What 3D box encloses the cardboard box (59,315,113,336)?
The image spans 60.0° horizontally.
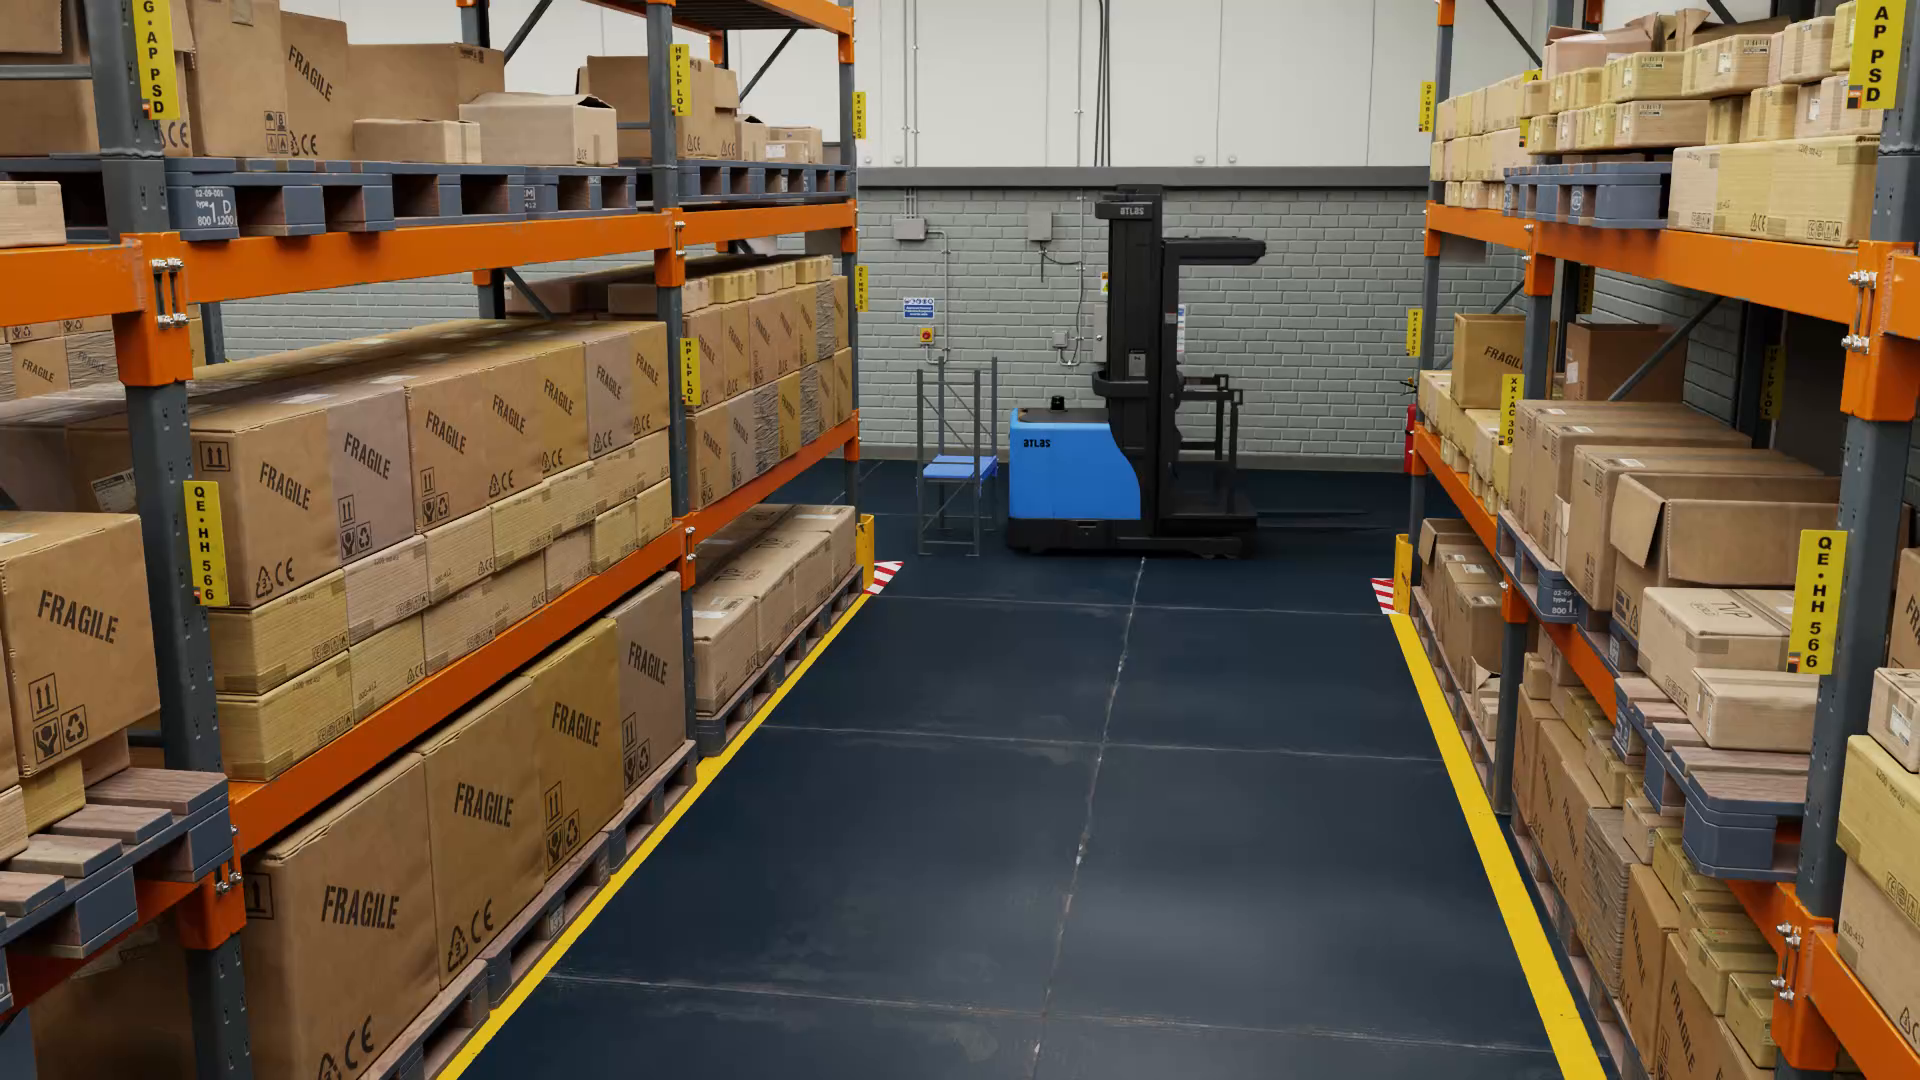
[{"bbox_3d":[-6.124,-1.649,11.207,0.500,0.500,0.500,3,12,12],"label":"cardboard box"}]

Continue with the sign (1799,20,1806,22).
[{"bbox_3d":[3.595,-2.045,7.081,0.100,0.325,0.005,2,12,9],"label":"sign"}]

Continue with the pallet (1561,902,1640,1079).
[{"bbox_3d":[2.773,1.638,5.894,1.003,0.211,1.213,2,12,9],"label":"pallet"}]

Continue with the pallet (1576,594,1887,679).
[{"bbox_3d":[2.725,0.371,5.609,1.003,0.211,1.213,2,12,9],"label":"pallet"}]

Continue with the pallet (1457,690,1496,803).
[{"bbox_3d":[3.153,1.069,8.530,1.003,0.211,1.213,2,12,9],"label":"pallet"}]

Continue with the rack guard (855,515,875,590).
[{"bbox_3d":[-1.240,0.073,12.466,1.175,0.500,0.348,2,12,9],"label":"rack guard"}]

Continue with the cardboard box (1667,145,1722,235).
[{"bbox_3d":[2.423,-1.035,4.911,0.500,0.250,0.500,2,12,9],"label":"cardboard box"}]

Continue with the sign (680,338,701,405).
[{"bbox_3d":[-1.321,-0.823,8.130,0.100,0.325,0.005,2,12,9],"label":"sign"}]

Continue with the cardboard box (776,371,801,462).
[{"bbox_3d":[-1.285,-0.764,10.182,0.500,0.500,0.500,2,12,10],"label":"cardboard box"}]

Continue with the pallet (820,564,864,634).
[{"bbox_3d":[-1.290,0.389,11.689,1.003,0.211,1.213,2,12,9],"label":"pallet"}]

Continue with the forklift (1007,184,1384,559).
[{"bbox_3d":[1.916,-1.398,13.525,3.031,2.935,1.130,1,12,2],"label":"forklift"}]

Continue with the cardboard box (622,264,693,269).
[{"bbox_3d":[-1.852,-1.612,10.203,0.380,0.149,0.250,2,12,7],"label":"cardboard box"}]

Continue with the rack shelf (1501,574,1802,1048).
[{"bbox_3d":[2.739,0.617,5.717,1.077,0.370,4.000,2,12,9],"label":"rack shelf"}]

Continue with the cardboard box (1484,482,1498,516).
[{"bbox_3d":[2.880,-0.212,8.455,0.380,0.149,0.250,2,12,10],"label":"cardboard box"}]

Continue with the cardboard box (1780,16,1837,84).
[{"bbox_3d":[2.327,-1.241,4.215,0.380,0.149,0.250,1,12,7],"label":"cardboard box"}]

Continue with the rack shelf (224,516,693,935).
[{"bbox_3d":[-2.167,0.457,6.460,1.077,0.370,4.000,2,12,9],"label":"rack shelf"}]

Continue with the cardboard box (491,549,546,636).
[{"bbox_3d":[-1.930,0.182,6.385,0.500,0.250,0.500,2,12,9],"label":"cardboard box"}]

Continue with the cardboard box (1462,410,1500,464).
[{"bbox_3d":[3.036,-0.545,9.052,0.500,0.250,0.500,2,12,8],"label":"cardboard box"}]

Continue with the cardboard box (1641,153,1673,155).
[{"bbox_3d":[3.068,-1.683,6.926,0.380,0.149,0.250,2,12,8],"label":"cardboard box"}]

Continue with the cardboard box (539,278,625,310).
[{"bbox_3d":[-1.978,-1.291,8.716,0.380,0.149,0.250,2,12,10],"label":"cardboard box"}]

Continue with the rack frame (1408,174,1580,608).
[{"bbox_3d":[3.661,-0.984,11.437,1.000,3.000,0.127,2,12,9],"label":"rack frame"}]

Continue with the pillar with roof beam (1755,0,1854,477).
[{"bbox_3d":[-0.210,-3.339,8.126,9.100,9.000,0.400,2,12,9],"label":"pillar with roof beam"}]

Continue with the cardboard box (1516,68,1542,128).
[{"bbox_3d":[2.886,-2.047,7.713,0.500,0.250,0.500,2,12,9],"label":"cardboard box"}]

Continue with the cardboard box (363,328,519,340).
[{"bbox_3d":[-2.262,-0.659,7.323,0.500,0.500,0.500,2,12,8],"label":"cardboard box"}]

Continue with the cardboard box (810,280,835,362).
[{"bbox_3d":[-1.134,-1.463,11.053,0.500,0.500,0.500,2,12,9],"label":"cardboard box"}]

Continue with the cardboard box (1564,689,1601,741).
[{"bbox_3d":[2.734,0.729,6.889,0.380,0.149,0.250,1,12,6],"label":"cardboard box"}]

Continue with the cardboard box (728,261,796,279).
[{"bbox_3d":[-1.263,-1.704,10.629,0.380,0.149,0.250,2,12,8],"label":"cardboard box"}]

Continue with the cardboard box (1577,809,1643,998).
[{"bbox_3d":[2.510,1.282,5.862,0.500,0.500,0.500,1,12,7],"label":"cardboard box"}]

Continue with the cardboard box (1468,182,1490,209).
[{"bbox_3d":[3.017,-1.900,9.167,0.380,0.149,0.250,2,12,10],"label":"cardboard box"}]

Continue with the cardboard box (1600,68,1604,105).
[{"bbox_3d":[2.520,-1.627,5.960,0.380,0.149,0.250,2,12,9],"label":"cardboard box"}]

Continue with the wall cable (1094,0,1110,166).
[{"bbox_3d":[2.842,-5.165,16.510,2.988,3.039,0.133,2,12,9],"label":"wall cable"}]

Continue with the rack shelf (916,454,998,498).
[{"bbox_3d":[-0.013,-0.540,13.791,0.538,0.185,1.000,2,12,9],"label":"rack shelf"}]

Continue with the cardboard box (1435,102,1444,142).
[{"bbox_3d":[3.345,-2.682,10.662,0.500,0.250,0.500,2,12,8],"label":"cardboard box"}]

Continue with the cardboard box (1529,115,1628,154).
[{"bbox_3d":[2.533,-1.647,6.756,0.380,0.149,0.250,2,12,9],"label":"cardboard box"}]

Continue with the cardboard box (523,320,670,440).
[{"bbox_3d":[-1.680,-0.747,7.731,0.500,0.500,0.500,2,12,10],"label":"cardboard box"}]

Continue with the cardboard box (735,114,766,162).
[{"bbox_3d":[-1.523,-2.511,10.380,0.500,0.311,0.500,2,12,10],"label":"cardboard box"}]

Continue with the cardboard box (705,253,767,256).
[{"bbox_3d":[-1.572,-1.933,11.694,0.380,0.149,0.250,2,12,10],"label":"cardboard box"}]

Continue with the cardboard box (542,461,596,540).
[{"bbox_3d":[-1.830,-0.170,6.832,0.500,0.250,0.500,2,12,10],"label":"cardboard box"}]

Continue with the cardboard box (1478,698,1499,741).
[{"bbox_3d":[2.842,0.912,8.412,0.380,0.149,0.250,2,12,7],"label":"cardboard box"}]

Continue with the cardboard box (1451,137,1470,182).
[{"bbox_3d":[3.174,-2.226,9.732,0.500,0.250,0.500,2,12,7],"label":"cardboard box"}]

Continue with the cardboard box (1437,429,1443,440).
[{"bbox_3d":[3.346,-0.747,10.935,0.380,0.149,0.250,2,12,10],"label":"cardboard box"}]

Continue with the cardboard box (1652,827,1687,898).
[{"bbox_3d":[2.475,1.054,5.381,0.380,0.149,0.250,2,12,8],"label":"cardboard box"}]

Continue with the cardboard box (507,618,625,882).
[{"bbox_3d":[-2.007,0.842,7.011,0.875,0.875,0.875,2,12,10],"label":"cardboard box"}]

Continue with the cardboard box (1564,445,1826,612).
[{"bbox_3d":[2.550,-0.040,5.827,0.700,0.500,0.500,2,12,8],"label":"cardboard box"}]

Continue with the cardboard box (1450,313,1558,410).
[{"bbox_3d":[3.095,-1.024,9.496,0.500,0.500,0.500,2,12,10],"label":"cardboard box"}]

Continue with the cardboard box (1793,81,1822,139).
[{"bbox_3d":[2.372,-1.095,4.244,0.380,0.149,0.250,2,12,10],"label":"cardboard box"}]

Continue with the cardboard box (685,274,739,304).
[{"bbox_3d":[-1.434,-1.381,9.132,0.380,0.149,0.250,2,12,8],"label":"cardboard box"}]

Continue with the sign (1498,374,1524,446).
[{"bbox_3d":[2.509,-0.590,7.556,0.100,0.325,0.005,2,12,9],"label":"sign"}]

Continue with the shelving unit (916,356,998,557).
[{"bbox_3d":[-0.013,-0.715,13.753,0.538,1.500,1.048,2,12,9],"label":"shelving unit"}]

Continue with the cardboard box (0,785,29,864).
[{"bbox_3d":[-2.256,0.627,3.563,0.380,0.149,0.250,2,12,8],"label":"cardboard box"}]

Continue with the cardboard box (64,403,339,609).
[{"bbox_3d":[-2.157,-0.111,4.776,0.500,0.500,0.500,1,12,7],"label":"cardboard box"}]

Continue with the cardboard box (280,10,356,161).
[{"bbox_3d":[-2.490,-1.575,5.828,0.500,0.500,0.500,2,12,9],"label":"cardboard box"}]

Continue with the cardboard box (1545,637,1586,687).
[{"bbox_3d":[2.735,0.525,7.128,0.380,0.149,0.250,1,12,6],"label":"cardboard box"}]

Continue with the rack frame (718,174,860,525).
[{"bbox_3d":[-1.244,-1.144,12.180,1.000,3.000,0.127,2,12,9],"label":"rack frame"}]
